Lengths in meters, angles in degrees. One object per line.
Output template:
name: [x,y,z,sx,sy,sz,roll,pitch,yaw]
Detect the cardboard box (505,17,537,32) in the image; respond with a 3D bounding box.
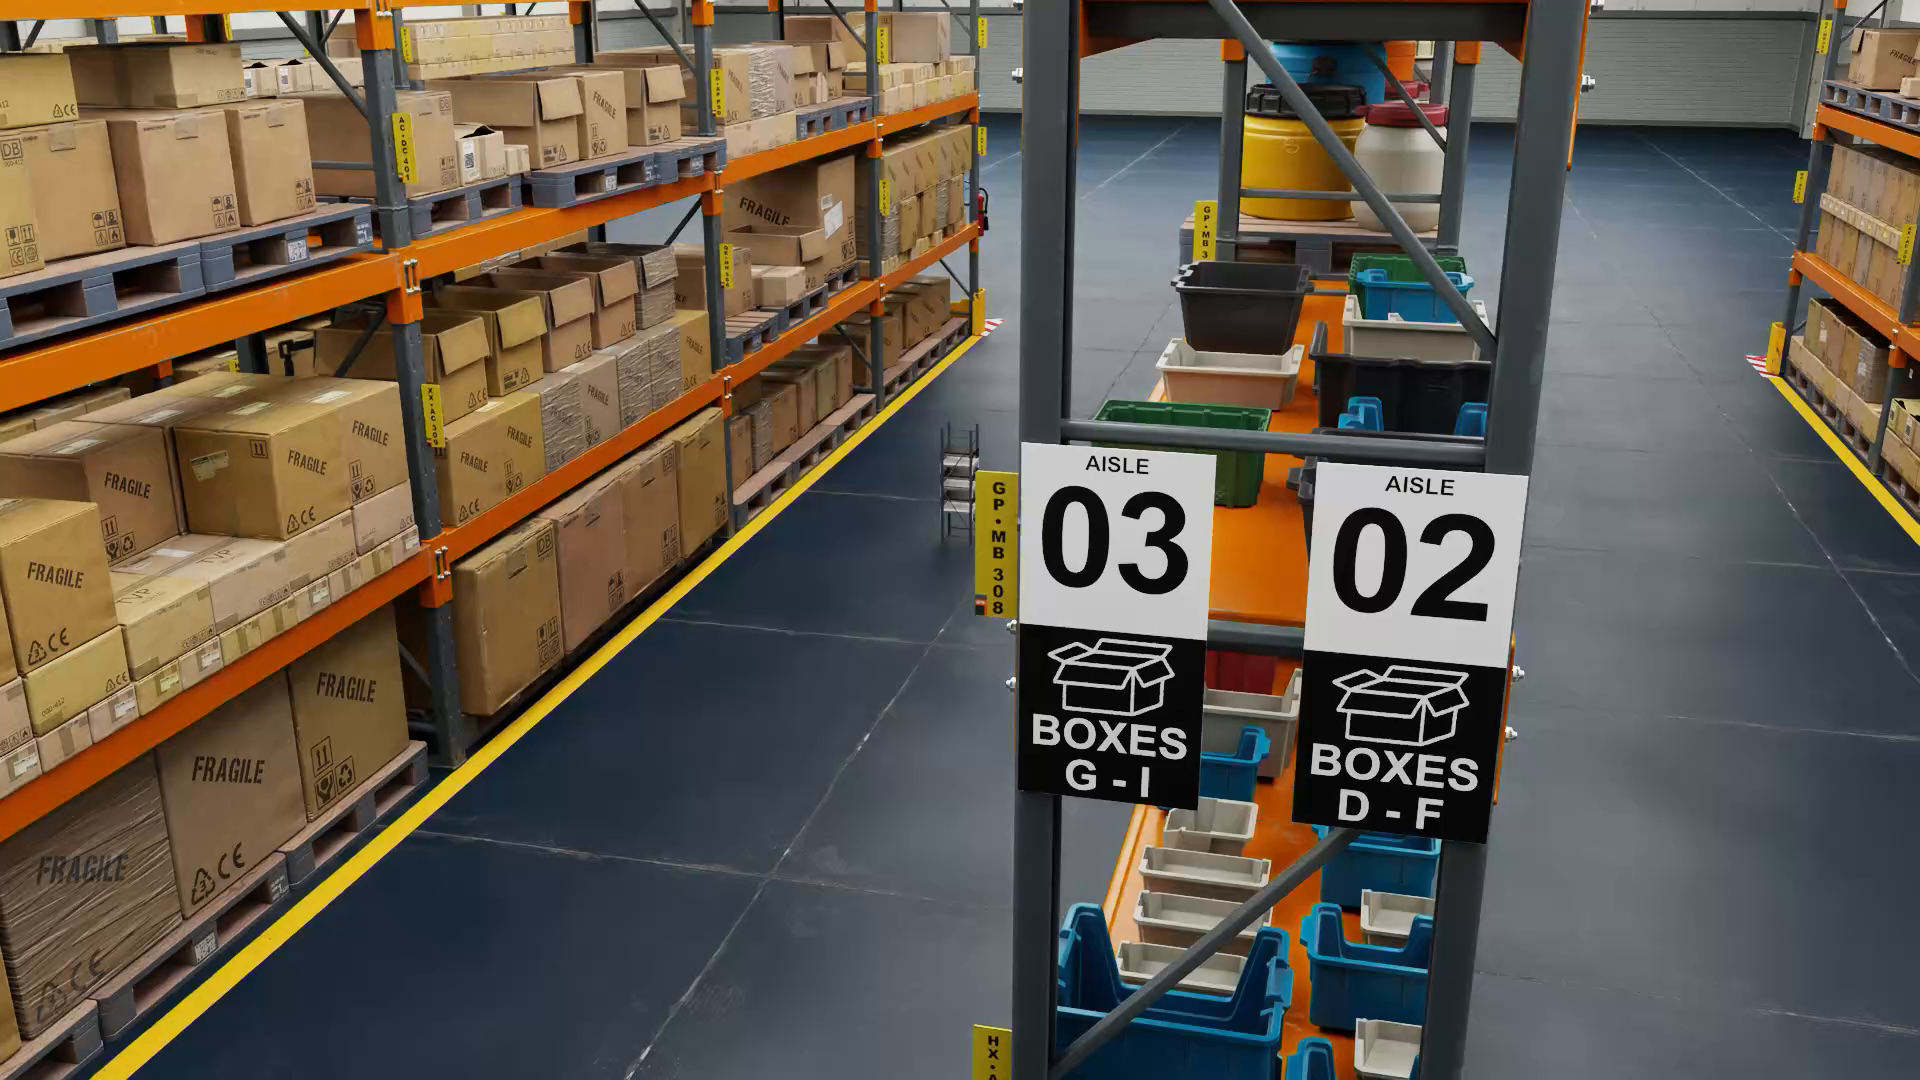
cardboard box: [-5.062,-5.882,18.979,0.380,0.149,0.250,5,19,14]

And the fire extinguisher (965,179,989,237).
fire extinguisher: [0.200,-3.948,19.726,0.296,0.674,0.183,5,19,13]

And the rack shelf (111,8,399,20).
rack shelf: [-6.526,-4.837,14.660,1.077,0.370,4.000,5,19,13]

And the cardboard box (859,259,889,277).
cardboard box: [-0.908,-2.656,16.213,0.380,0.149,0.250,5,19,13]

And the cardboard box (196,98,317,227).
cardboard box: [-3.340,-1.687,7.386,0.700,0.500,0.500,4,19,10]

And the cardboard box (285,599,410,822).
cardboard box: [-3.446,0.783,8.392,0.875,0.875,0.875,5,19,13]

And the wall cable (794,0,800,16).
wall cable: [-6.411,-16.603,52.179,3.097,2.526,0.112,5,19,13]

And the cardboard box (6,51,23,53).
cardboard box: [-6.972,-3.421,12.083,0.396,0.266,0.258,5,19,13]

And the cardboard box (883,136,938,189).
cardboard box: [-0.541,-3.985,17.552,0.500,0.500,0.500,5,19,13]

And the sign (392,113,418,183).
sign: [-2.668,-1.882,7.995,0.100,0.325,0.005,5,19,13]

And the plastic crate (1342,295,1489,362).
plastic crate: [1.460,-0.613,5.384,0.437,0.282,0.530,5,19,13]

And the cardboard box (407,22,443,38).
cardboard box: [-5.557,-5.246,17.117,0.380,0.149,0.250,4,19,13]

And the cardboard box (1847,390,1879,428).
cardboard box: [8.386,-1.164,15.060,0.500,0.250,0.500,5,19,13]

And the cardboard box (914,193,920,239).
cardboard box: [-0.901,-3.374,17.311,0.875,0.500,0.500,5,19,13]

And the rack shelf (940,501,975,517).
rack shelf: [-0.002,-0.221,12.604,0.258,0.077,0.200,5,19,13]

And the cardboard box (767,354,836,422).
cardboard box: [-1.558,-1.418,15.385,0.700,0.500,0.500,5,19,13]

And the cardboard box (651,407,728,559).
cardboard box: [-2.418,-0.456,12.021,1.225,0.875,0.875,4,19,11]

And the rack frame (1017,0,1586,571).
rack frame: [0.619,-1.418,2.918,1.000,3.000,0.127,5,19,13]

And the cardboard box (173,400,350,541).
cardboard box: [-3.186,-0.327,7.616,0.500,0.500,0.500,5,19,14]

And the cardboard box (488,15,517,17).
cardboard box: [-5.512,-6.175,19.835,0.380,0.149,0.250,5,19,14]

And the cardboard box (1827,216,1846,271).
cardboard box: [9.080,-2.939,16.496,0.700,0.500,0.500,5,20,15]

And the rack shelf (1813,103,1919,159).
rack shelf: [8.842,-3.654,15.217,1.077,0.370,4.000,5,19,13]

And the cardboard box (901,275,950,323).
cardboard box: [-0.444,-2.807,19.482,0.500,0.500,0.500,9,21,23]

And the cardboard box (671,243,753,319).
cardboard box: [-2.097,-2.079,13.330,0.700,0.500,0.500,8,20,21]

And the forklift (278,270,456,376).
forklift: [-4.738,-1.650,12.985,1.130,2.935,3.031,12,22,31]

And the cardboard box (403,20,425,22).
cardboard box: [-6.010,-5.536,17.966,0.380,0.149,0.250,5,19,14]

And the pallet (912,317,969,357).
pallet: [-0.526,-2.390,19.359,1.003,0.211,1.213,5,19,13]

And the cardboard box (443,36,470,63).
cardboard box: [-5.524,-5.180,17.538,0.500,0.250,0.500,4,19,13]

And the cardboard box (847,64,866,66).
cardboard box: [-1.136,-4.807,17.095,0.380,0.149,0.250,6,20,16]

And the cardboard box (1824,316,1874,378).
cardboard box: [8.615,-1.834,15.860,0.500,0.500,0.500,5,19,13]

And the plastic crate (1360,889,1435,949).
plastic crate: [1.323,1.159,4.968,0.250,0.136,0.298,5,19,13]

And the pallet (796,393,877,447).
pallet: [-1.441,-1.168,15.780,1.003,0.211,1.213,5,19,13]

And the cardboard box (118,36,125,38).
cardboard box: [-10.470,-6.124,20.491,0.380,0.149,0.250,5,19,13]

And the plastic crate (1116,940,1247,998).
plastic crate: [0.642,1.247,4.710,0.396,0.136,0.243,5,19,13]

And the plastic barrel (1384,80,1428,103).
plastic barrel: [2.286,-2.202,8.992,0.433,0.535,0.433,0,19,0]

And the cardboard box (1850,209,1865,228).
cardboard box: [8.713,-3.046,15.807,0.380,0.149,0.250,4,19,13]

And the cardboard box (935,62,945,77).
cardboard box: [-0.365,-5.004,17.671,0.380,0.149,0.250,4,19,11]

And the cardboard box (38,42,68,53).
cardboard box: [-10.270,-5.511,18.697,0.380,0.149,0.250,5,19,13]

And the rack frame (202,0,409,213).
rack frame: [-3.207,-3.063,7.733,1.000,3.000,0.127,5,19,13]

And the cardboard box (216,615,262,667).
cardboard box: [-3.277,0.419,7.209,0.380,0.149,0.250,4,19,13]

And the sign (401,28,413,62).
sign: [-5.509,-4.928,16.548,0.100,0.325,0.005,5,19,13]

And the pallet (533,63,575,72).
pallet: [-5.231,-5.553,19.801,1.003,0.211,1.213,5,19,13]

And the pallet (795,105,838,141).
pallet: [-1.757,-3.552,14.095,1.213,0.211,1.003,5,19,13]

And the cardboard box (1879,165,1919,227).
cardboard box: [8.701,-3.064,14.857,0.700,0.500,0.500,5,19,13]

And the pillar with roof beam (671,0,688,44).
pillar with roof beam: [-4.238,-16.914,48.284,9.100,9.000,0.400,5,19,13]

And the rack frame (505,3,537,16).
rack frame: [-5.060,-7.248,19.985,1.000,3.000,0.127,5,19,13]

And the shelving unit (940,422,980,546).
shelving unit: [-0.002,-0.423,12.535,0.258,0.900,0.210,5,19,13]

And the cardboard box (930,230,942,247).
cardboard box: [-0.409,-3.282,18.045,0.380,0.149,0.250,5,19,13]

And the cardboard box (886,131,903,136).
cardboard box: [-0.923,-4.183,18.131,0.500,0.500,0.500,5,19,13]

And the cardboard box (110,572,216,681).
cardboard box: [-3.436,0.346,6.806,0.500,0.250,0.500,4,19,12]

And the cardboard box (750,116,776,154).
cardboard box: [-1.742,-3.114,12.756,0.500,0.250,0.500,5,20,15]

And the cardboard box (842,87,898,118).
cardboard box: [-0.894,-4.201,15.937,0.500,0.250,0.500,4,19,11]

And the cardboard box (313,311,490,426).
cardboard box: [-3.059,-0.947,9.113,0.797,0.503,0.637,4,19,12]

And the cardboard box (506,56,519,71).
cardboard box: [-5.186,-5.346,18.643,0.380,0.149,0.250,5,19,14]

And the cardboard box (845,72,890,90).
cardboard box: [-0.874,-4.346,15.746,0.380,0.149,0.250,4,19,12]

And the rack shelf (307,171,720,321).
rack shelf: [-2.718,-1.930,10.170,1.077,0.370,4.000,5,19,13]
